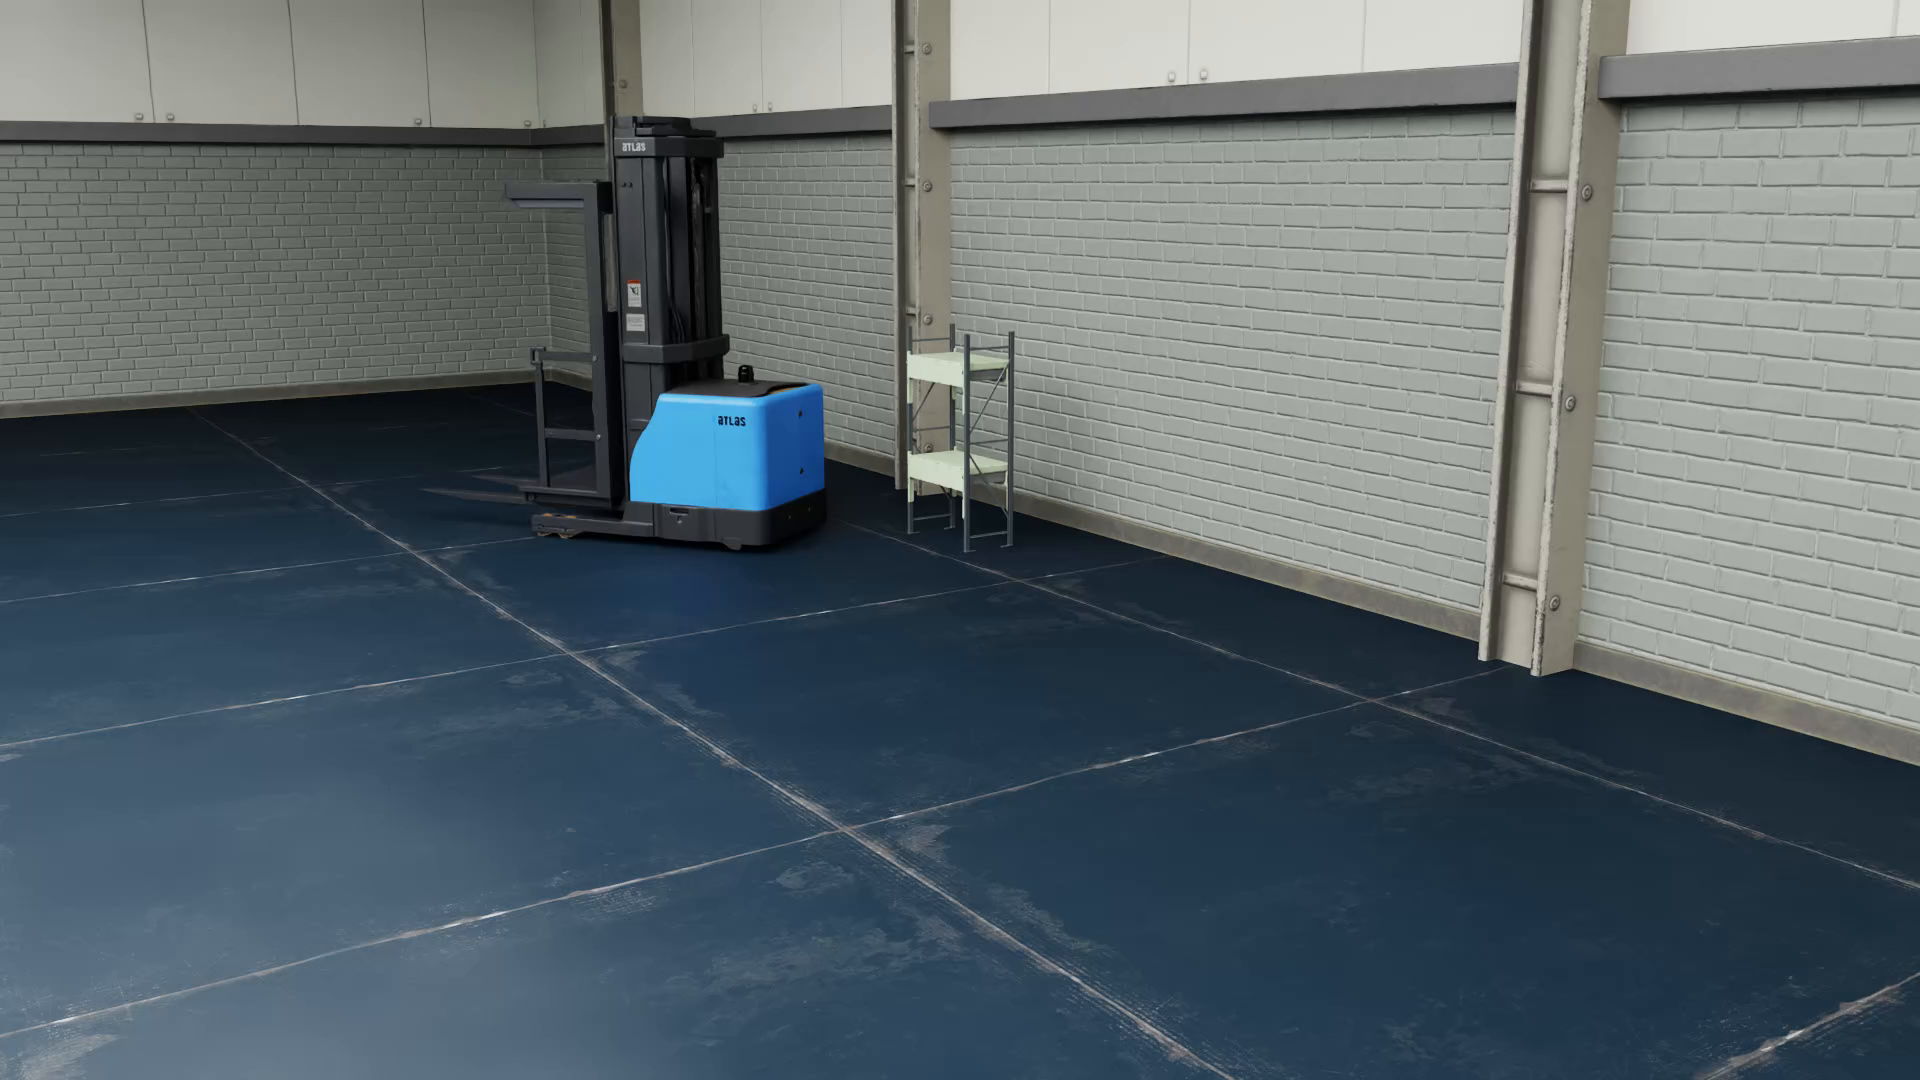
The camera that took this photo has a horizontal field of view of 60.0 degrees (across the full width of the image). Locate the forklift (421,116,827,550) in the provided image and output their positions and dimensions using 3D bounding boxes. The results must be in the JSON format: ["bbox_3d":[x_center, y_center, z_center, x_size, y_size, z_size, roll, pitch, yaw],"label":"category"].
[{"bbox_3d":[-2.543,-1.540,12.041,3.031,2.935,1.130,5,13,21],"label":"forklift"}]

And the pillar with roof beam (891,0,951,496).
[{"bbox_3d":[-3.889,-4.298,10.453,9.100,9.000,0.400,-8,15,-33],"label":"pillar with roof beam"}]

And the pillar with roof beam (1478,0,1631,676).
[{"bbox_3d":[-0.565,-3.231,5.573,9.100,9.000,0.400,-8,15,-33],"label":"pillar with roof beam"}]

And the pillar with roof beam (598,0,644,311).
[{"bbox_3d":[-7.213,-5.365,15.333,9.100,9.000,0.400,-8,15,-33],"label":"pillar with roof beam"}]

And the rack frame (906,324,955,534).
[{"bbox_3d":[-0.207,-0.799,12.005,0.400,1.500,0.023,-8,15,-33],"label":"rack frame"}]

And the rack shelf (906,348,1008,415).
[{"bbox_3d":[-0.004,-1.115,11.624,0.431,0.370,0.720,-8,15,-33],"label":"rack shelf"}]

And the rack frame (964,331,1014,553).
[{"bbox_3d":[0.199,-0.669,11.409,0.400,1.500,0.023,-8,15,-33],"label":"rack frame"}]

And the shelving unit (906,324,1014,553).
[{"bbox_3d":[-0.004,-0.734,11.707,0.431,1.500,0.755,-8,15,-33],"label":"shelving unit"}]

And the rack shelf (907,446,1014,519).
[{"bbox_3d":[-0.004,-0.415,11.777,0.431,0.370,0.720,-8,15,-33],"label":"rack shelf"}]
